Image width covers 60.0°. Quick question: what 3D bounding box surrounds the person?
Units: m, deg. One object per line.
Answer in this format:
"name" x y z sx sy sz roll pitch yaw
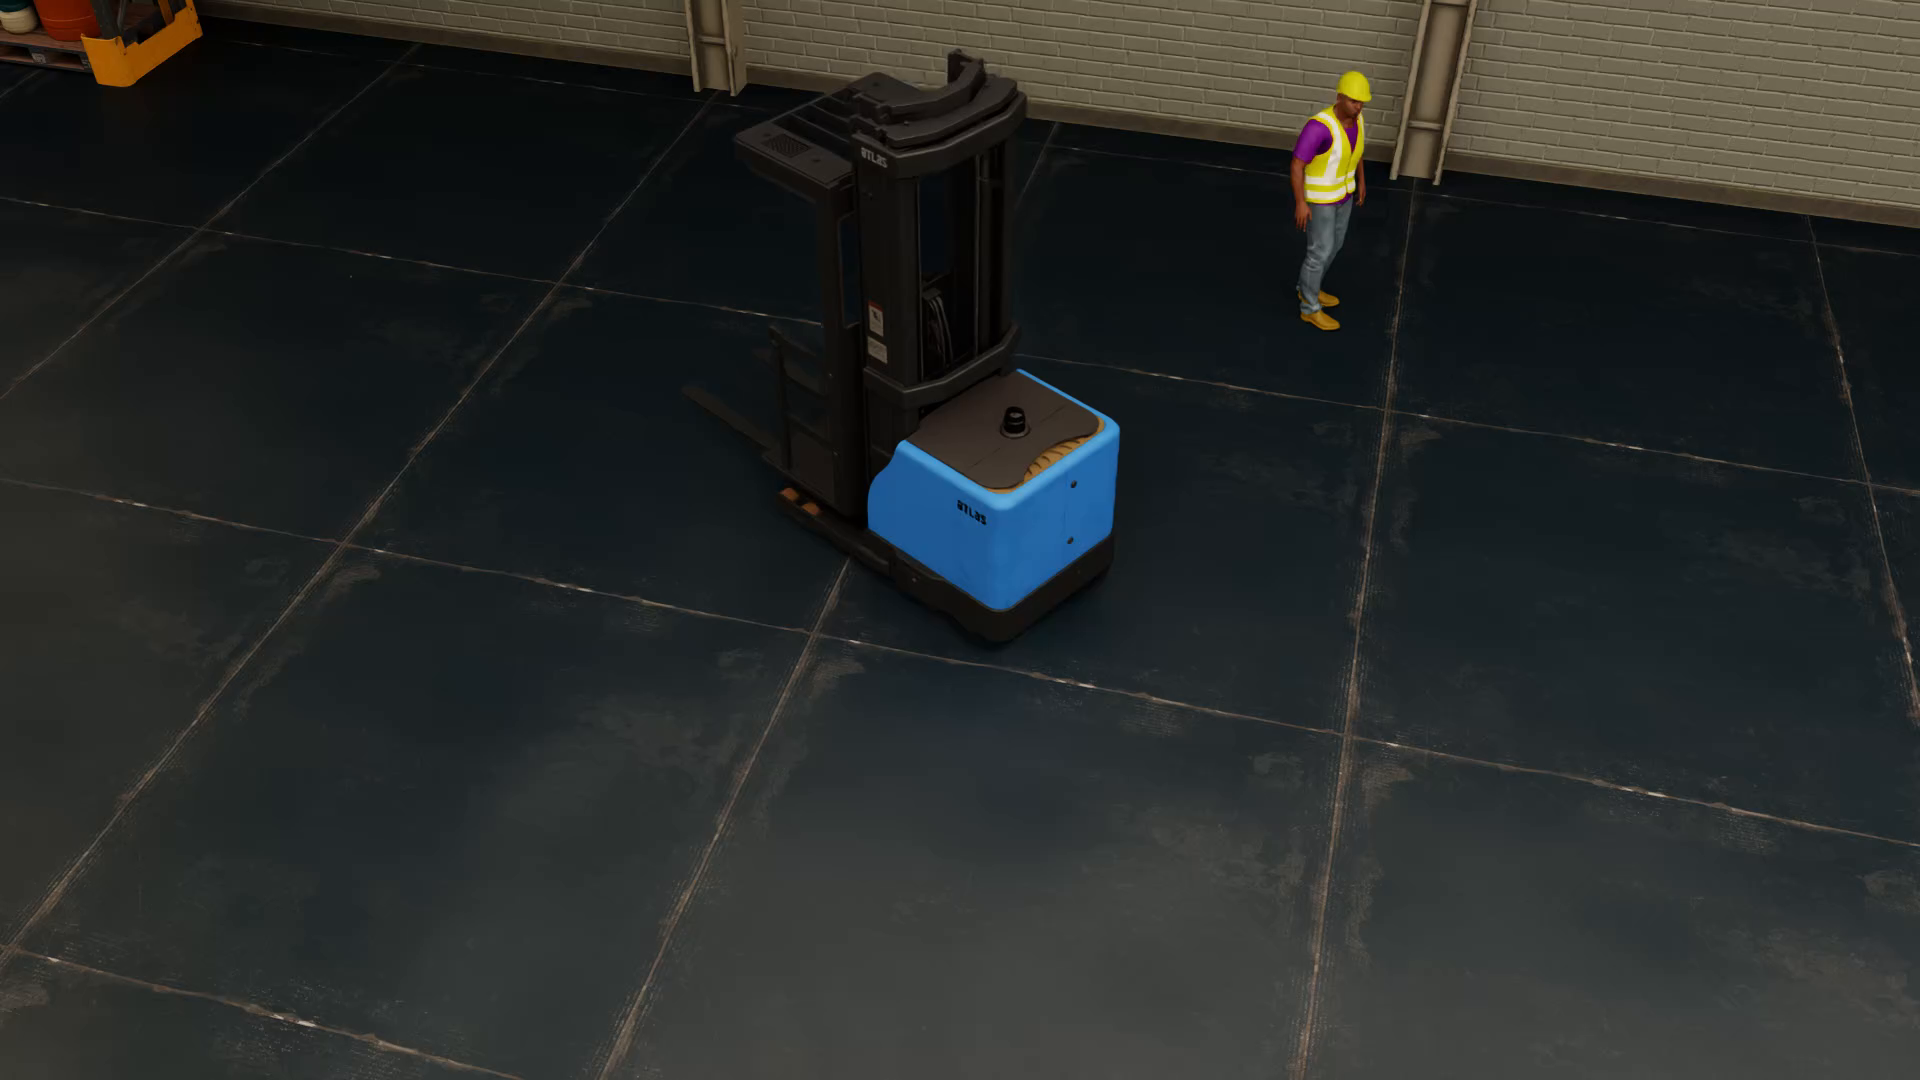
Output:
"person" 2.592 -2.337 11.420 0.541 1.758 0.753 31 50 30

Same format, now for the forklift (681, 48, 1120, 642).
"forklift" -0.506 -1.387 9.443 3.031 2.935 1.130 32 51 31
